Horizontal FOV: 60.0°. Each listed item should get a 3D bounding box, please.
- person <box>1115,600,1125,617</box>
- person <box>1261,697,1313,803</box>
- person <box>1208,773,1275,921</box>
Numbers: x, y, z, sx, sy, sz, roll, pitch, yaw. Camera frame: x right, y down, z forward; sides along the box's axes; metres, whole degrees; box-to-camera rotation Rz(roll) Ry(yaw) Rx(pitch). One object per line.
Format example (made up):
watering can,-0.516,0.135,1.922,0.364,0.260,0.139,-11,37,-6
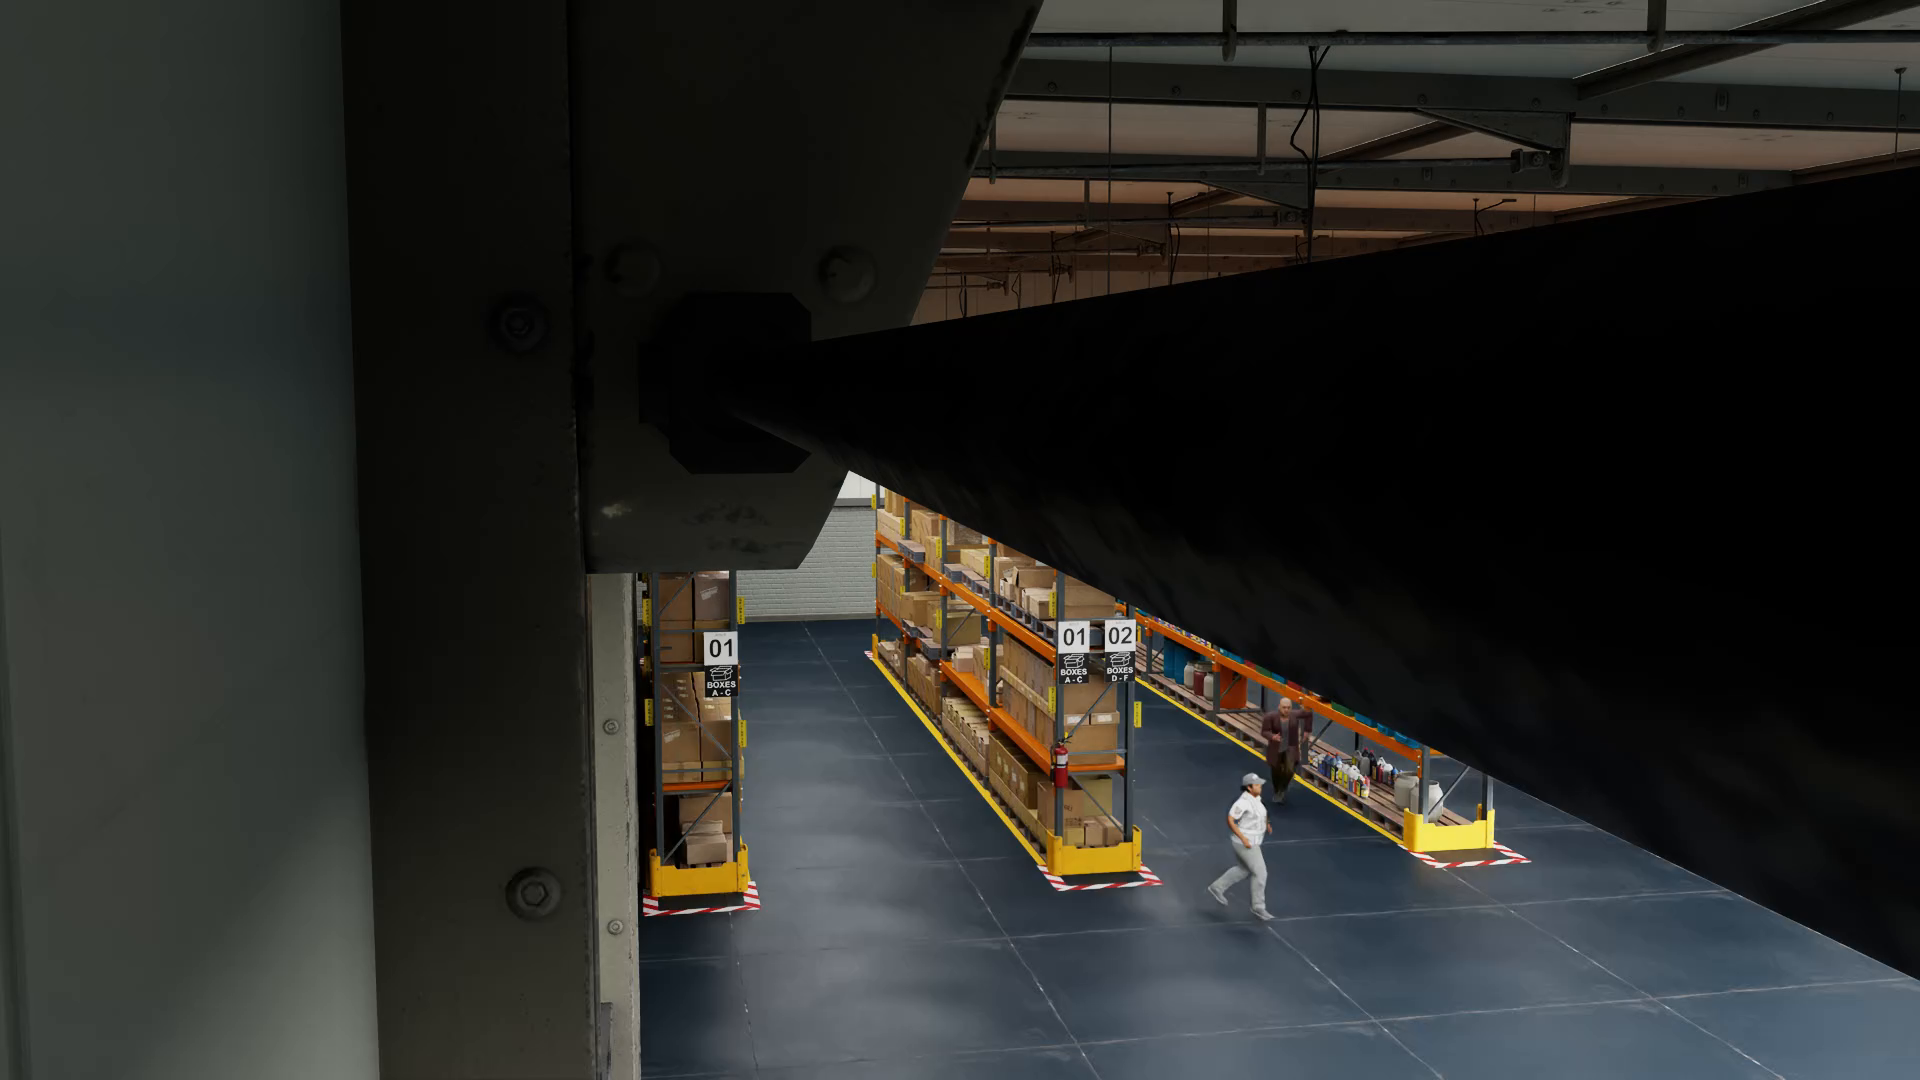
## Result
person,2.928,1.986,31.884,0.566,1.731,0.701,-1,6,-6
person,4.711,3.046,24.004,0.748,1.651,0.982,1,6,7
person,3.295,3.530,19.302,0.780,1.705,0.603,2,6,20
